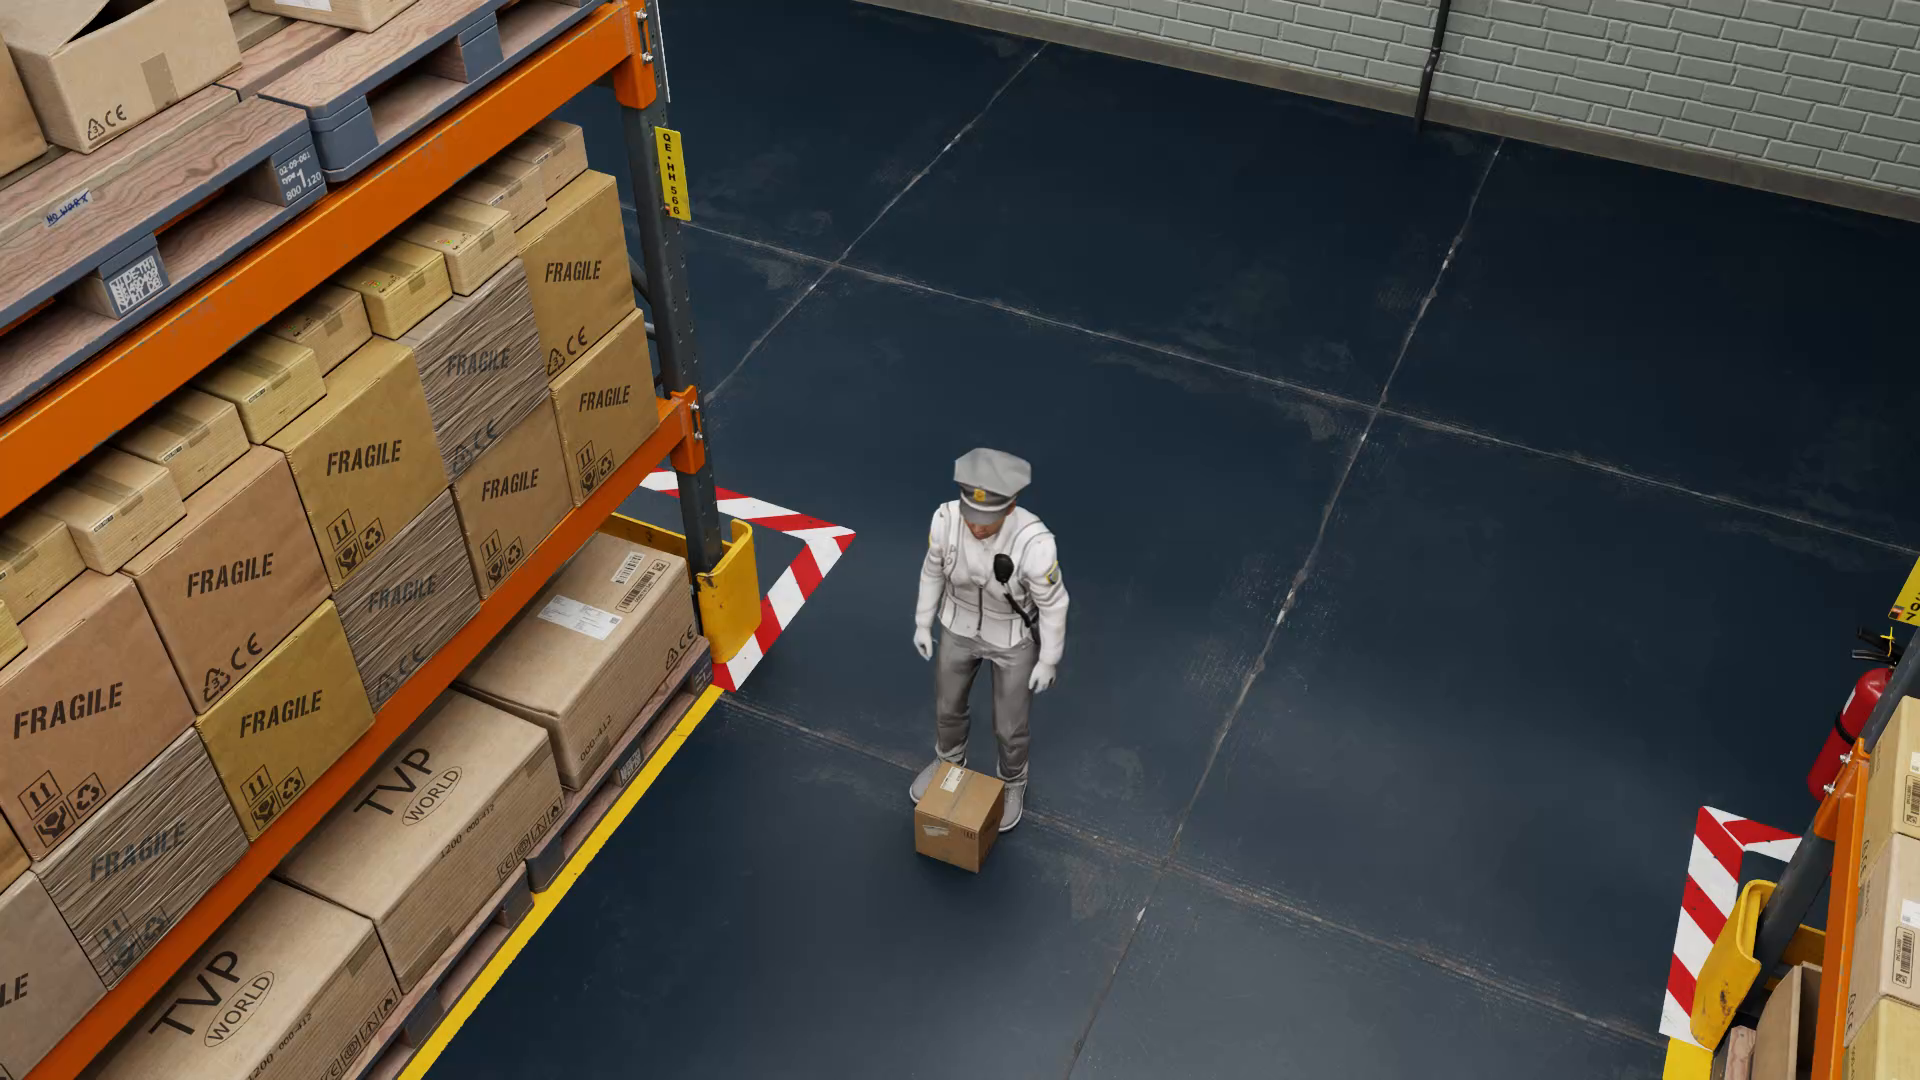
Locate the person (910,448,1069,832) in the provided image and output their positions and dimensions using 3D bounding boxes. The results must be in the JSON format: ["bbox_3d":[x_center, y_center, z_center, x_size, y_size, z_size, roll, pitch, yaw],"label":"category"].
[{"bbox_3d":[0.101,0.346,5.775,0.541,1.664,0.373,16,45,17],"label":"person"}]
